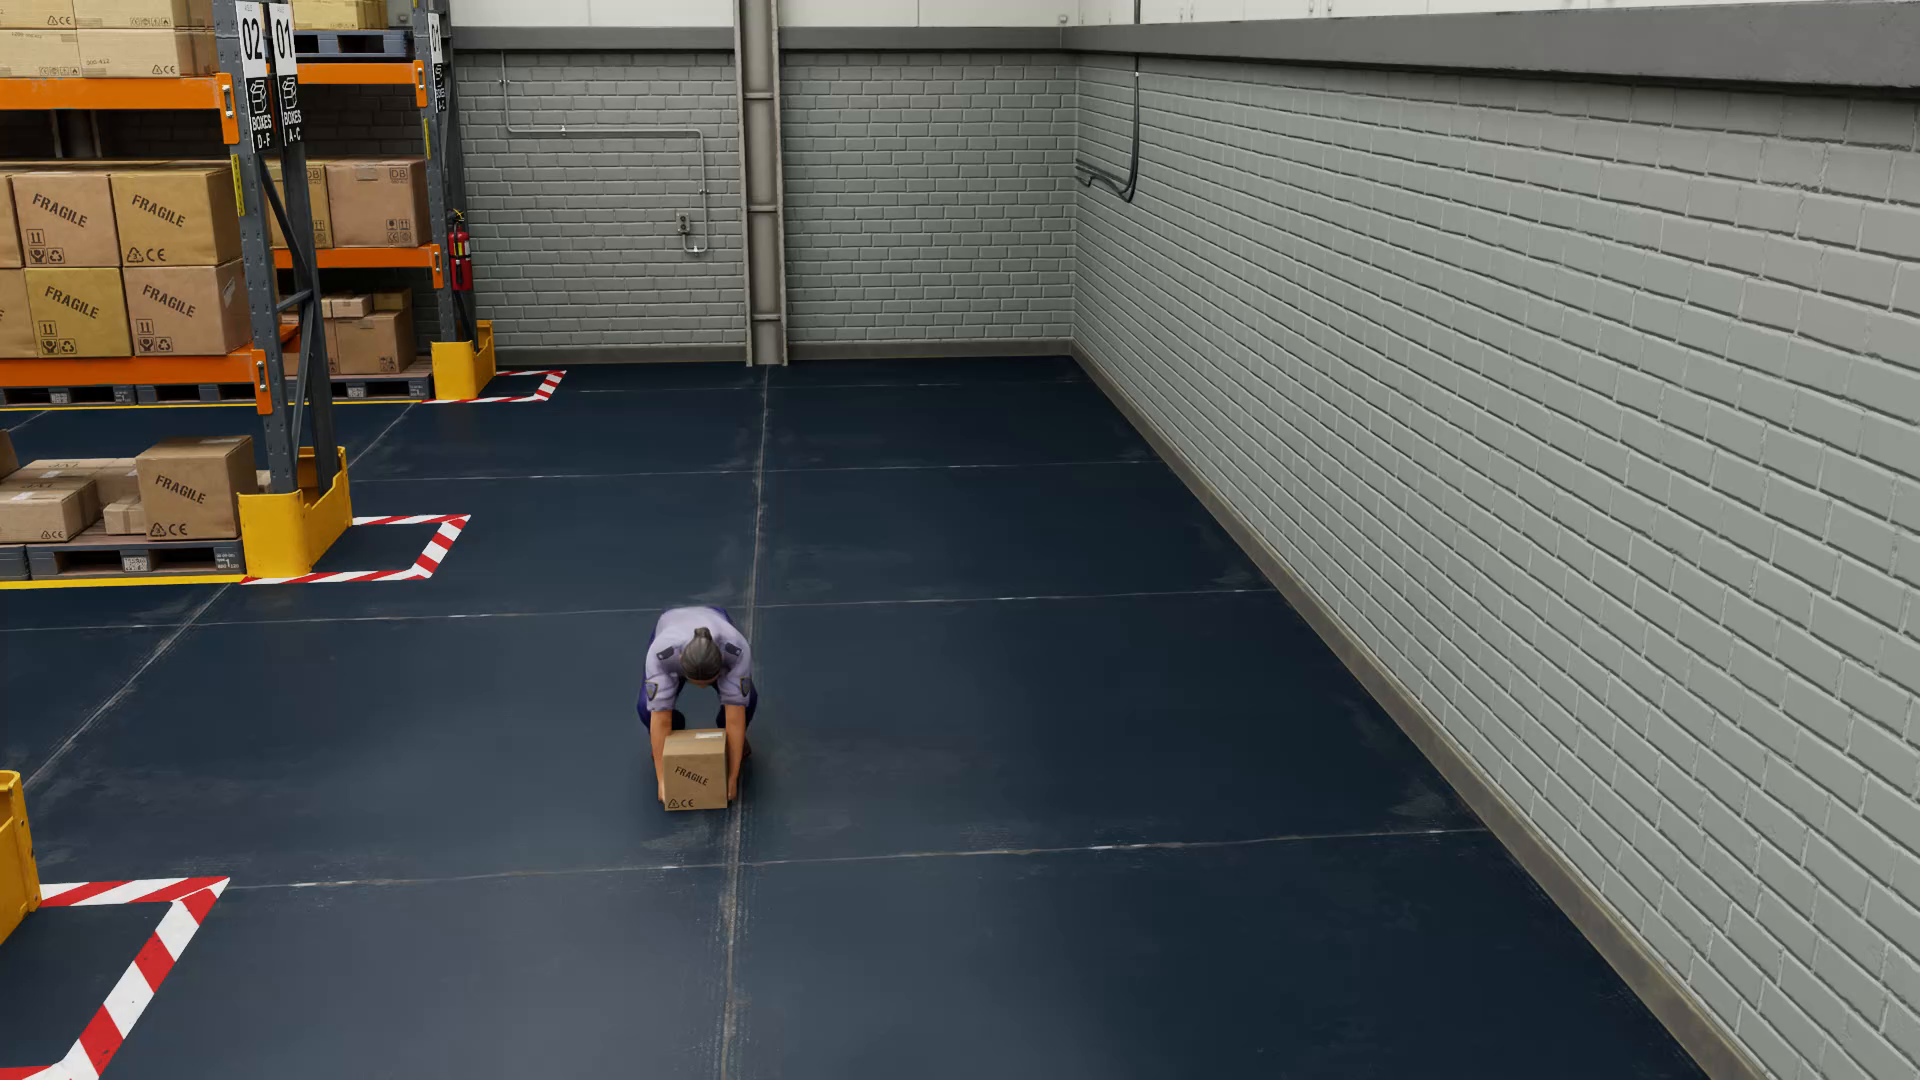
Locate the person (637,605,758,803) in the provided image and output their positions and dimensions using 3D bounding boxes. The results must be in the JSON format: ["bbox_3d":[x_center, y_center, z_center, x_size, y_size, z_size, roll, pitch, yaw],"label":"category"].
[{"bbox_3d":[-1.115,0.643,7.056,0.507,0.746,0.809,-2,17,-7],"label":"person"}]
